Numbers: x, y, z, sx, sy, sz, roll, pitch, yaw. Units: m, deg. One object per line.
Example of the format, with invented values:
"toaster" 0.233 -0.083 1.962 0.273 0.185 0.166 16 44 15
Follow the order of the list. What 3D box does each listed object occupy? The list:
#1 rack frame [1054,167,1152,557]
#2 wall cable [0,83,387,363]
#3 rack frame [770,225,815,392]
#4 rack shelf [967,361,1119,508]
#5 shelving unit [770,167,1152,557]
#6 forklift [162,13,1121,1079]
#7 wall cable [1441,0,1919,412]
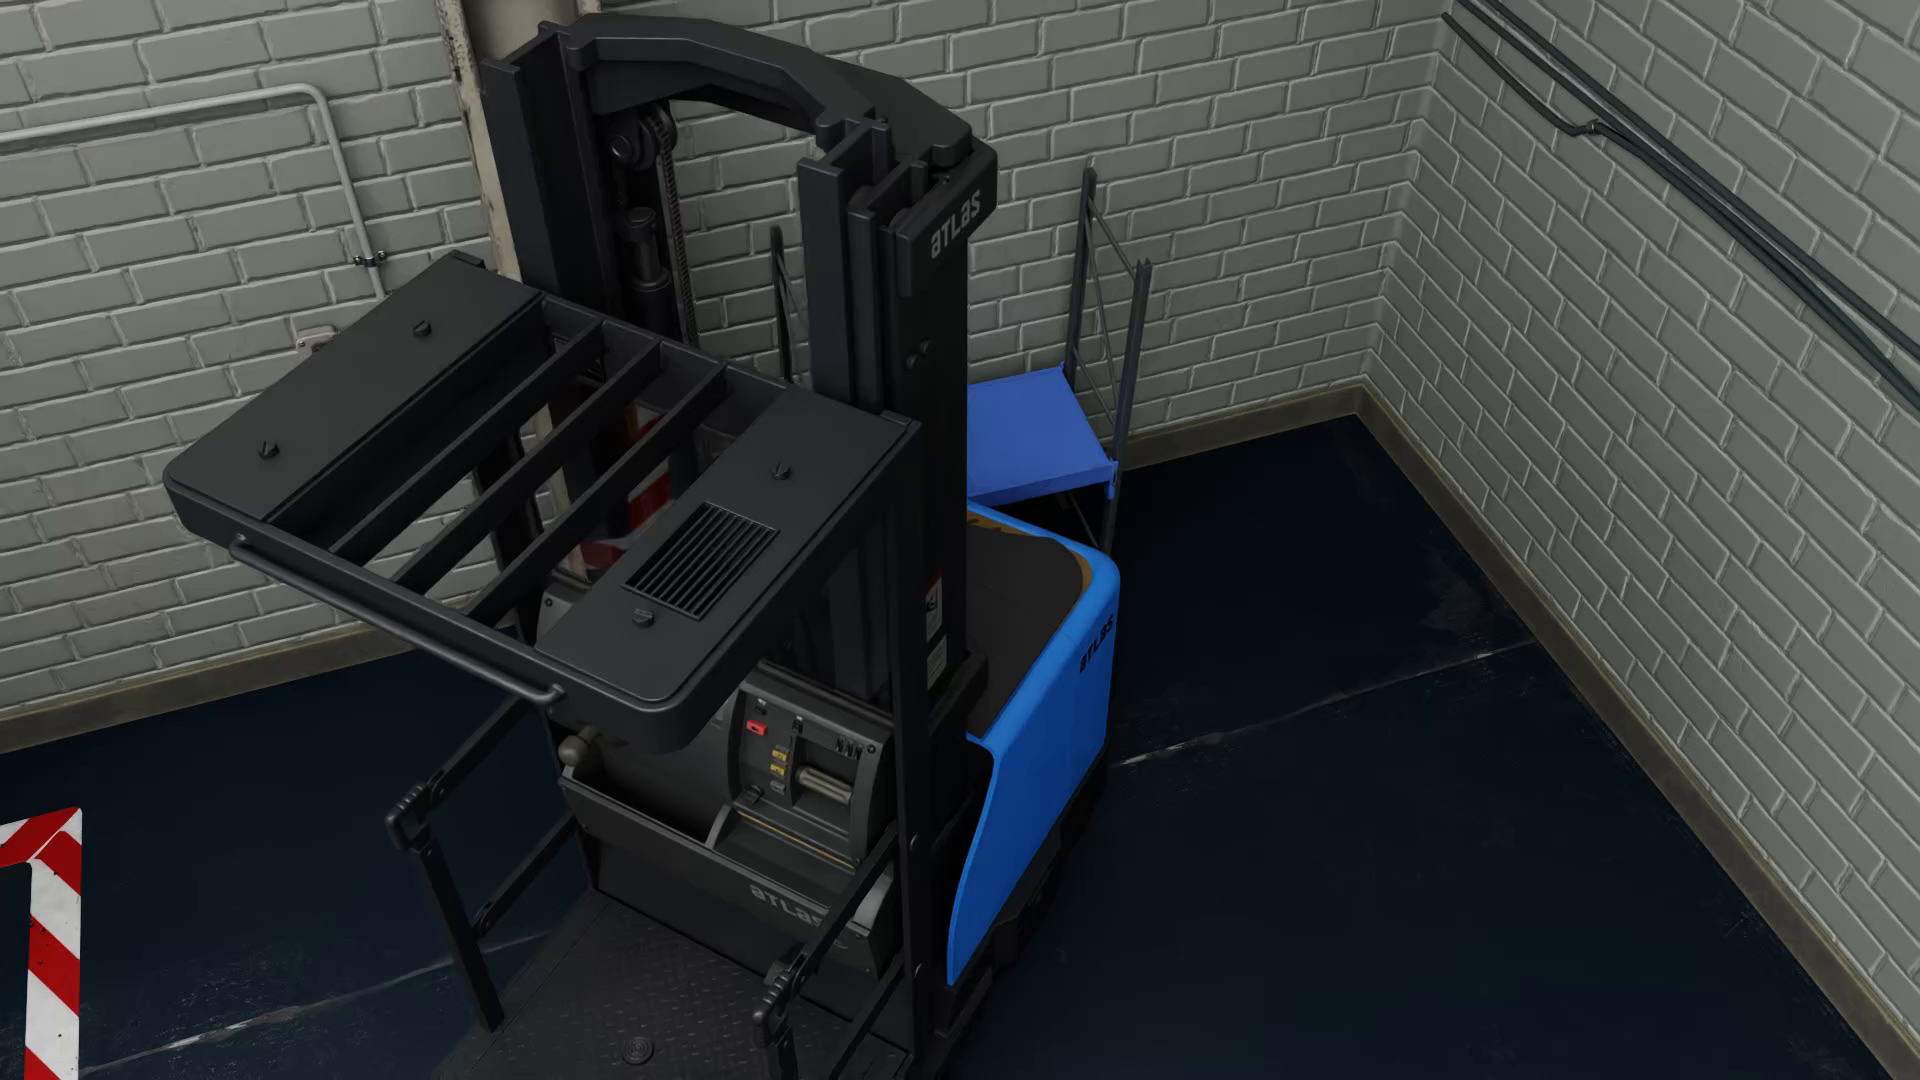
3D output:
"rack frame" 0.463 -0.507 5.669 0.032 1.500 0.500 -13 51 -13
"wall cable" -2.510 -0.852 4.265 1.851 1.984 0.084 -14 47 -14
"rack frame" -0.503 -0.282 5.445 0.032 1.500 0.500 -13 51 -13
"rack shelf" -0.024 -0.278 5.694 1.000 0.185 0.538 -13 51 -13
"shelving unit" -0.020 -0.395 5.557 1.048 1.500 0.538 -13 51 -13
"forklift" -0.689 0.519 3.663 1.130 2.935 3.031 22 49 20
"wall cable" 2.048 -1.699 3.783 0.112 2.526 3.097 -14 47 -14
